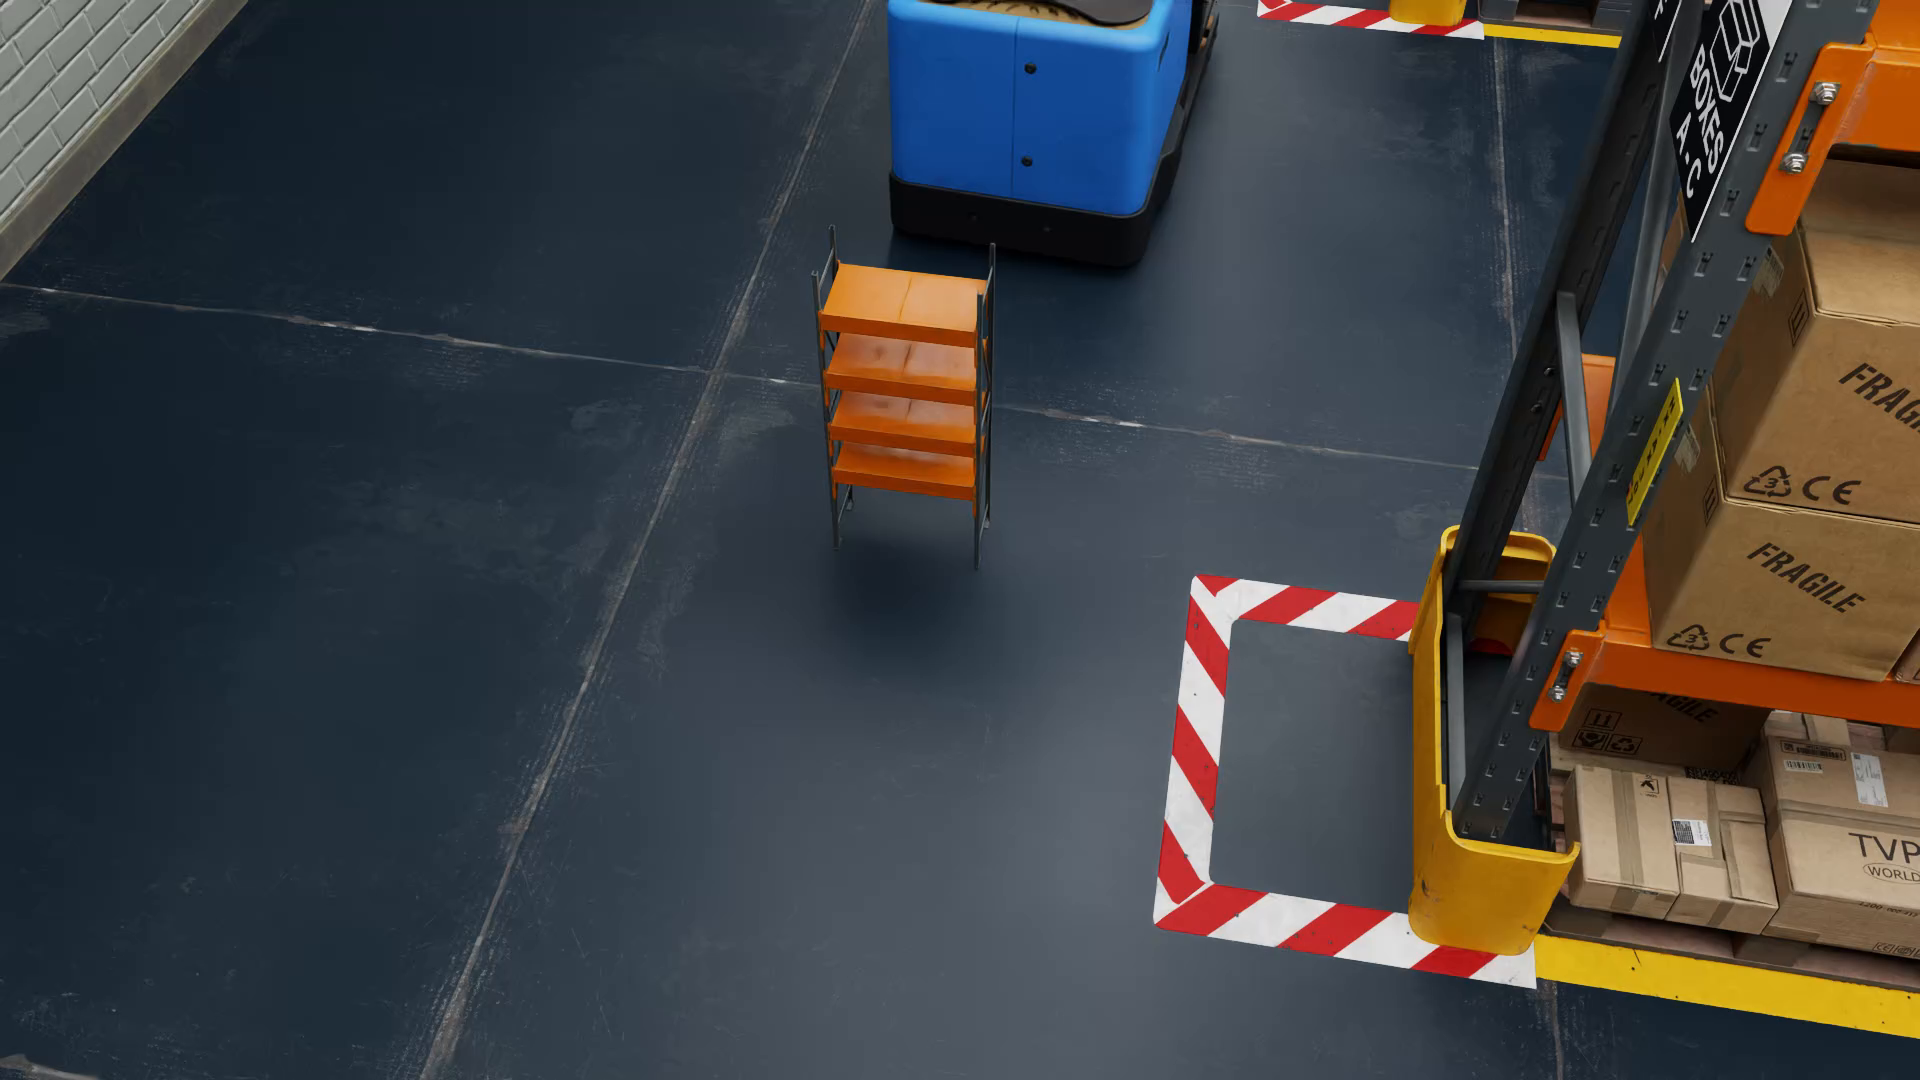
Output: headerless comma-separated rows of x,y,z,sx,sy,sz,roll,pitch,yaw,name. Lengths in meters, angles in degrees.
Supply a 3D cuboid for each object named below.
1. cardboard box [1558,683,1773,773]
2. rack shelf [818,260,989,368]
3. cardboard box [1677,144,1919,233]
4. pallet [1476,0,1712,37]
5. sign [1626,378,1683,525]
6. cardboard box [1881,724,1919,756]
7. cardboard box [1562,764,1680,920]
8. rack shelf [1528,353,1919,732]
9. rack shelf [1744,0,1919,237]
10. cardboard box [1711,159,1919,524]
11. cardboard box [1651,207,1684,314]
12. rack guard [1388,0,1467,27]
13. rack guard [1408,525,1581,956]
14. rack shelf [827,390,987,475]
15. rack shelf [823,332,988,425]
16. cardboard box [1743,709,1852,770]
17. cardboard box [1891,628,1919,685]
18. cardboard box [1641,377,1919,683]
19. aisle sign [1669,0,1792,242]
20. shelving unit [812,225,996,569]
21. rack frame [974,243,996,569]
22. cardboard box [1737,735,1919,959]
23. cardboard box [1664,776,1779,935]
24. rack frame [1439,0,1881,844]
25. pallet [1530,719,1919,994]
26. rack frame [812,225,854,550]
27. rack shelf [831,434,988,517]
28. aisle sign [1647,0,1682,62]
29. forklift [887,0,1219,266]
2.053,0.299,4.849,0.500,0.500,0.500,8,49,7,cardboard box
-0.163,-0.686,5.031,0.480,0.148,0.258,8,49,7,rack shelf
1.961,-0.791,3.705,0.500,0.500,0.500,7,48,6,cardboard box
3.164,-2.837,8.157,1.213,0.211,1.003,8,49,7,pallet
1.378,-0.173,3.307,0.005,0.325,0.100,8,49,7,sign
2.983,0.530,4.810,0.500,0.250,0.500,8,49,7,cardboard box
1.825,0.832,4.607,0.250,0.149,0.380,8,49,7,cardboard box
3.442,0.224,4.016,4.000,0.370,1.077,8,49,7,rack shelf
3.442,-0.779,2.900,4.000,0.370,1.077,8,49,7,rack shelf
1.864,-0.397,3.351,0.500,0.500,0.500,9,49,8,cardboard box
1.963,-0.454,4.075,0.500,0.500,0.500,9,49,8,cardboard box
2.333,-3.064,8.167,0.348,0.500,1.175,8,49,7,rack guard
1.549,0.564,4.907,0.348,0.500,1.175,8,49,7,rack guard
-0.163,-0.378,5.373,0.480,0.148,0.258,8,49,7,rack shelf
-0.163,-0.527,5.207,0.480,0.148,0.258,8,49,7,rack shelf
2.436,0.530,4.866,0.250,0.166,0.380,8,49,7,cardboard box
2.373,0.002,3.665,0.500,0.500,0.500,7,48,6,cardboard box
1.864,-0.063,3.723,0.500,0.500,0.500,9,49,8,cardboard box
1.355,-0.944,2.834,0.004,0.787,0.394,8,49,7,aisle sign
-0.163,-0.423,5.323,0.503,1.200,0.258,8,49,7,shelving unit
0.077,-0.391,5.294,0.015,1.200,0.240,8,49,7,rack frame
2.451,0.837,4.534,0.500,0.250,0.500,8,49,7,cardboard box
2.071,0.859,4.571,0.250,0.166,0.380,8,49,7,cardboard box
1.474,-0.281,3.986,0.127,3.000,1.000,8,49,7,rack frame
2.334,0.766,4.920,1.213,0.211,1.003,8,49,7,pallet
-0.403,-0.455,5.352,0.015,1.200,0.240,8,49,7,rack frame
-0.163,-0.245,5.521,0.480,0.148,0.258,8,49,7,rack shelf
1.462,-1.383,3.229,0.004,0.787,0.394,8,49,7,aisle sign
0.586,-3.193,6.649,1.130,2.935,3.031,11,49,10,forklift
